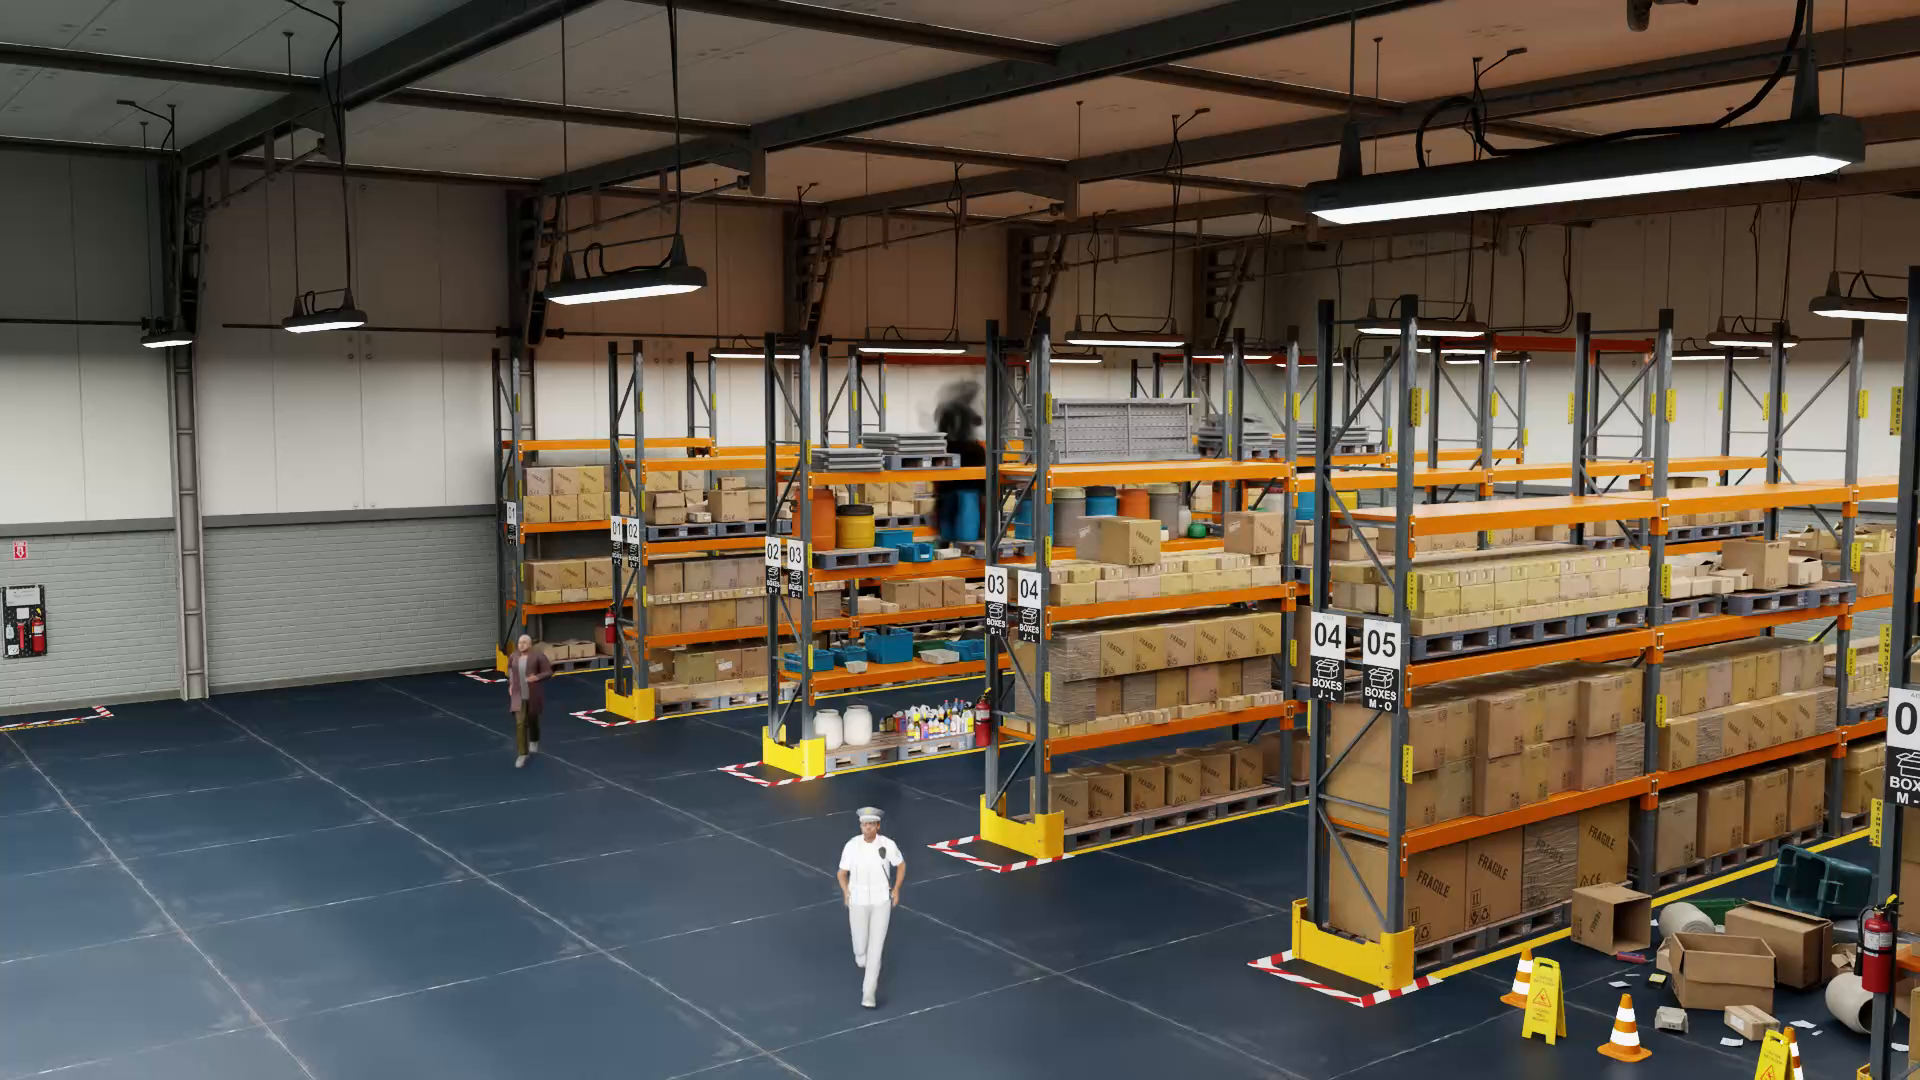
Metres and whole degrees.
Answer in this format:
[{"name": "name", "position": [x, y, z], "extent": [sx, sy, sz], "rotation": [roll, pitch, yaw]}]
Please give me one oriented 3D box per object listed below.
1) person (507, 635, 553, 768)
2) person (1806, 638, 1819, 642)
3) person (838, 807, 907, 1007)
[{"name": "person", "position": [-6.065, 2.220, 23.413], "extent": [0.687, 1.802, 0.988], "rotation": [0, 5, -2]}, {"name": "person", "position": [12.025, 2.251, 23.550], "extent": [0.839, 1.737, 0.711], "rotation": [-3, 6, -33]}, {"name": "person", "position": [-0.755, 3.099, 14.269], "extent": [0.593, 1.649, 0.773], "rotation": [0, 5, -1]}]
